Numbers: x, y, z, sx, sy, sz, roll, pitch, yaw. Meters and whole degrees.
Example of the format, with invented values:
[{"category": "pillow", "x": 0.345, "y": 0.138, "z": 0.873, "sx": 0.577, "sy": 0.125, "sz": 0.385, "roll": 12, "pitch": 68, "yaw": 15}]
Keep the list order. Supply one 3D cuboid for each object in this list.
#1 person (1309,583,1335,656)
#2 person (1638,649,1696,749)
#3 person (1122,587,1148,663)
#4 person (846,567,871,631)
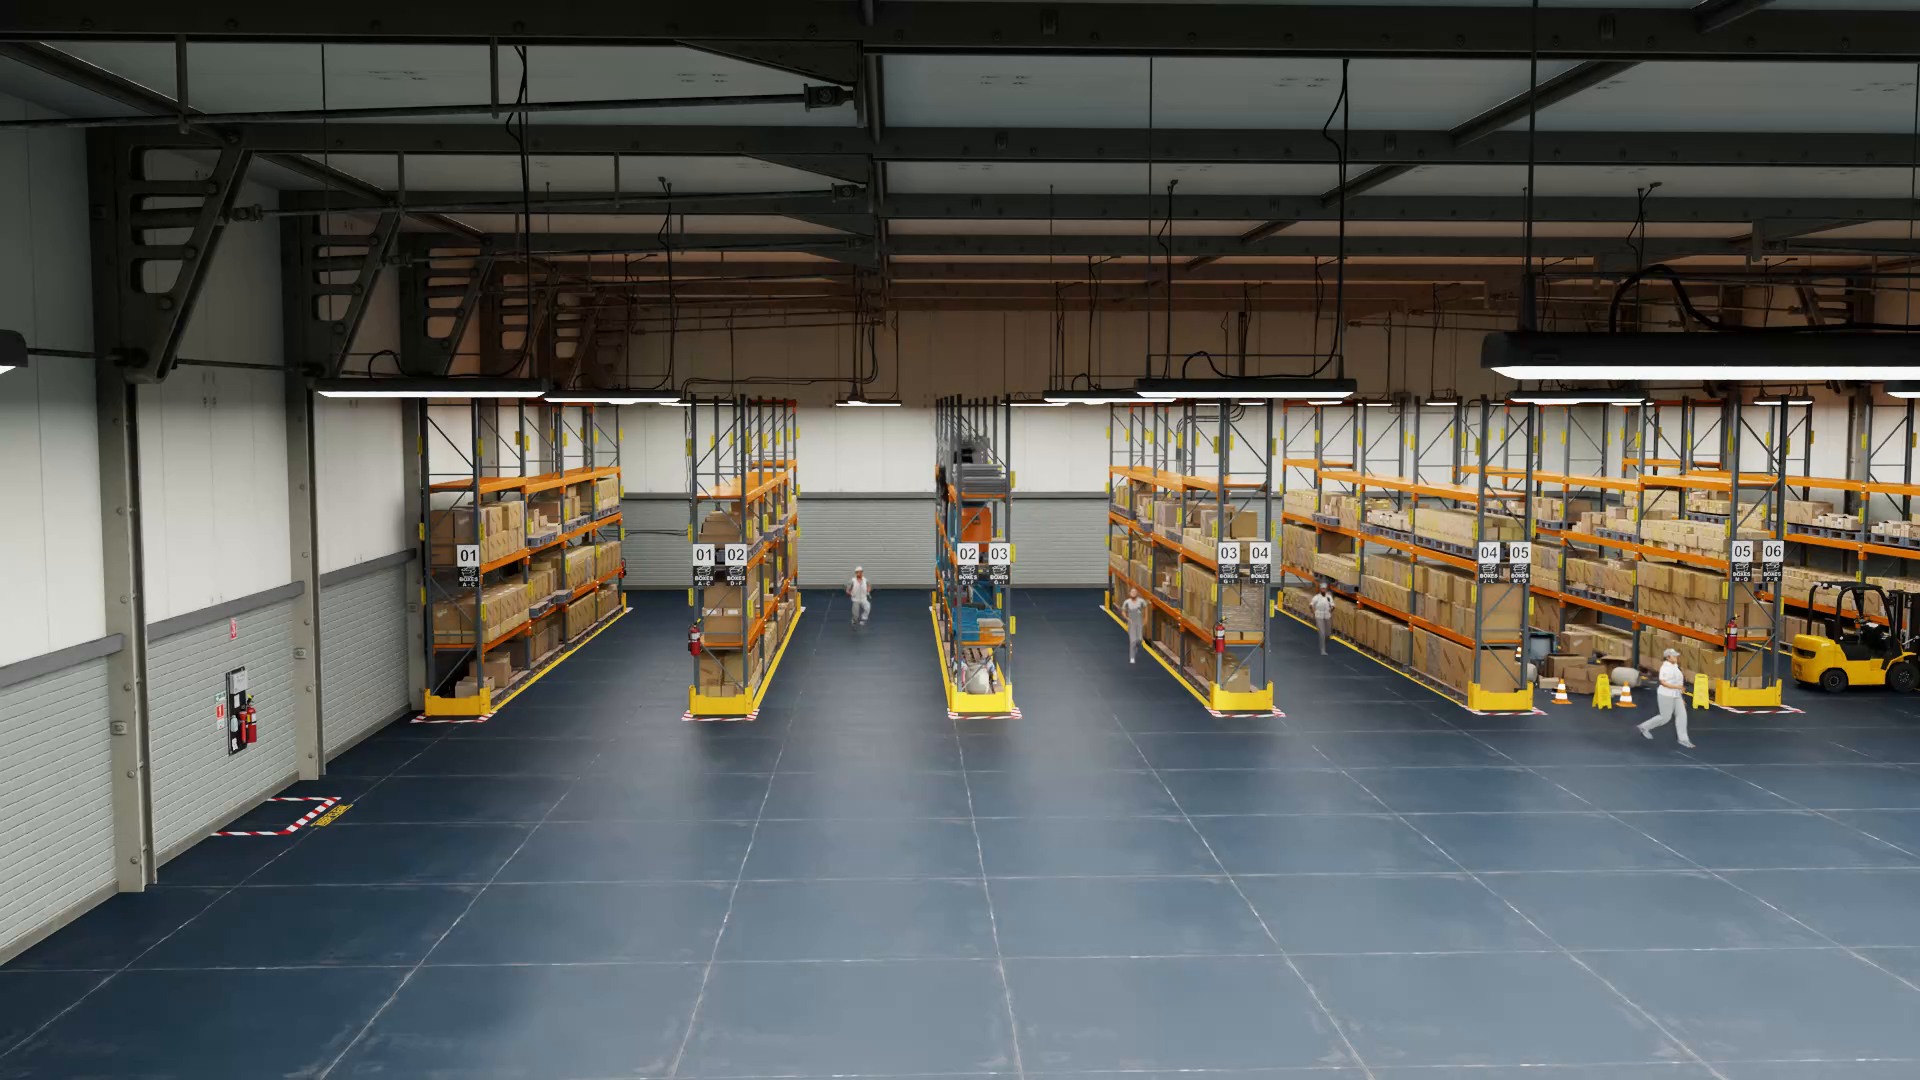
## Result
[{"category": "person", "x": 8.475, "y": 1.828, "z": 38.876, "sx": 0.588, "sy": 1.667, "sz": 0.796, "roll": 0, "pitch": 5, "yaw": -4}, {"category": "person", "x": 12.050, "y": 2.680, "z": 28.276, "sx": 0.931, "sy": 1.666, "sz": 0.619, "roll": 4, "pitch": 6, "yaw": 43}, {"category": "person", "x": 3.754, "y": 1.816, "z": 35.681, "sx": 0.584, "sy": 1.642, "sz": 0.632, "roll": 0, "pitch": 4, "yaw": 0}, {"category": "person", "x": -2.519, "y": 1.496, "z": 41.602, "sx": 0.656, "sy": 1.659, "sz": 0.951, "roll": -1, "pitch": 5, "yaw": -15}]
